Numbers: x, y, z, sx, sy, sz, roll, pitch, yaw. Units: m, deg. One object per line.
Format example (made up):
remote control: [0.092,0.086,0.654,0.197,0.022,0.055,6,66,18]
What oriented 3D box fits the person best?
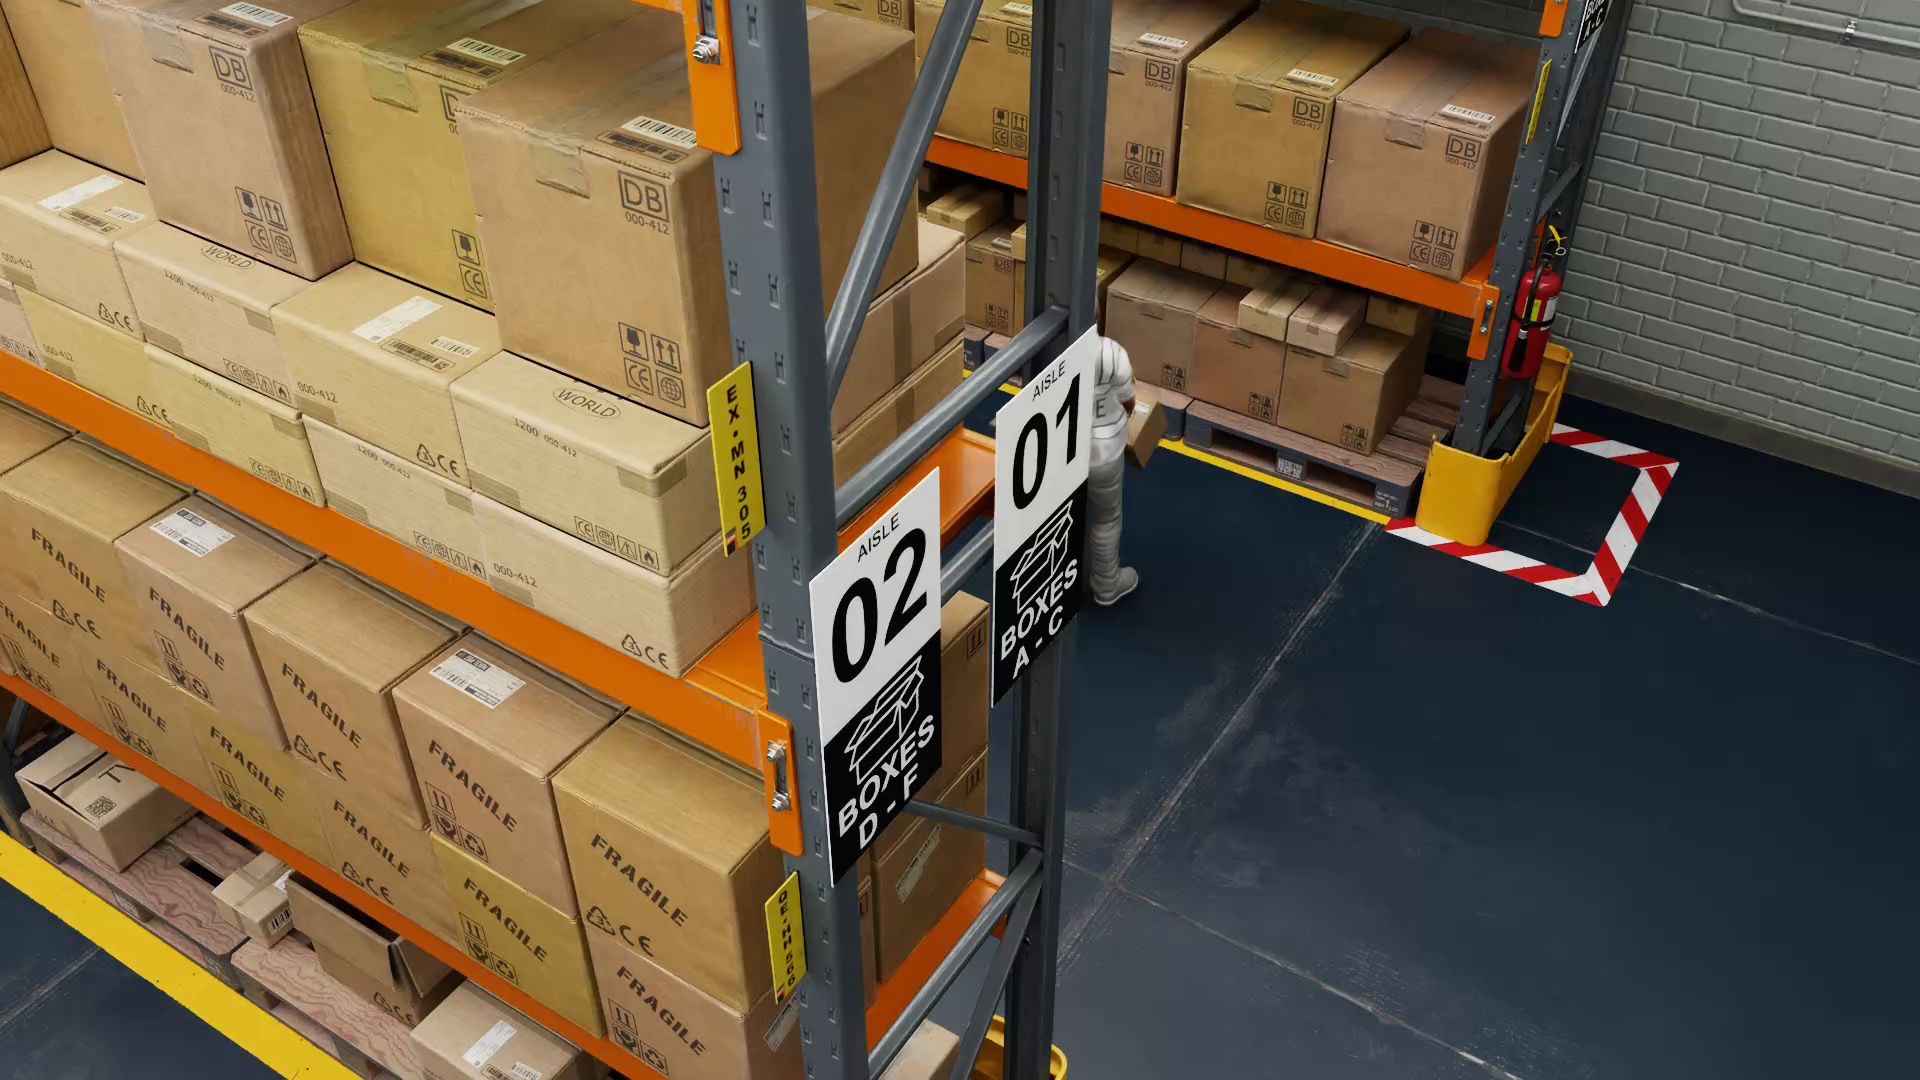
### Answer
person: [0.534,-0.411,7.179,0.555,1.674,0.439,7,39,9]
